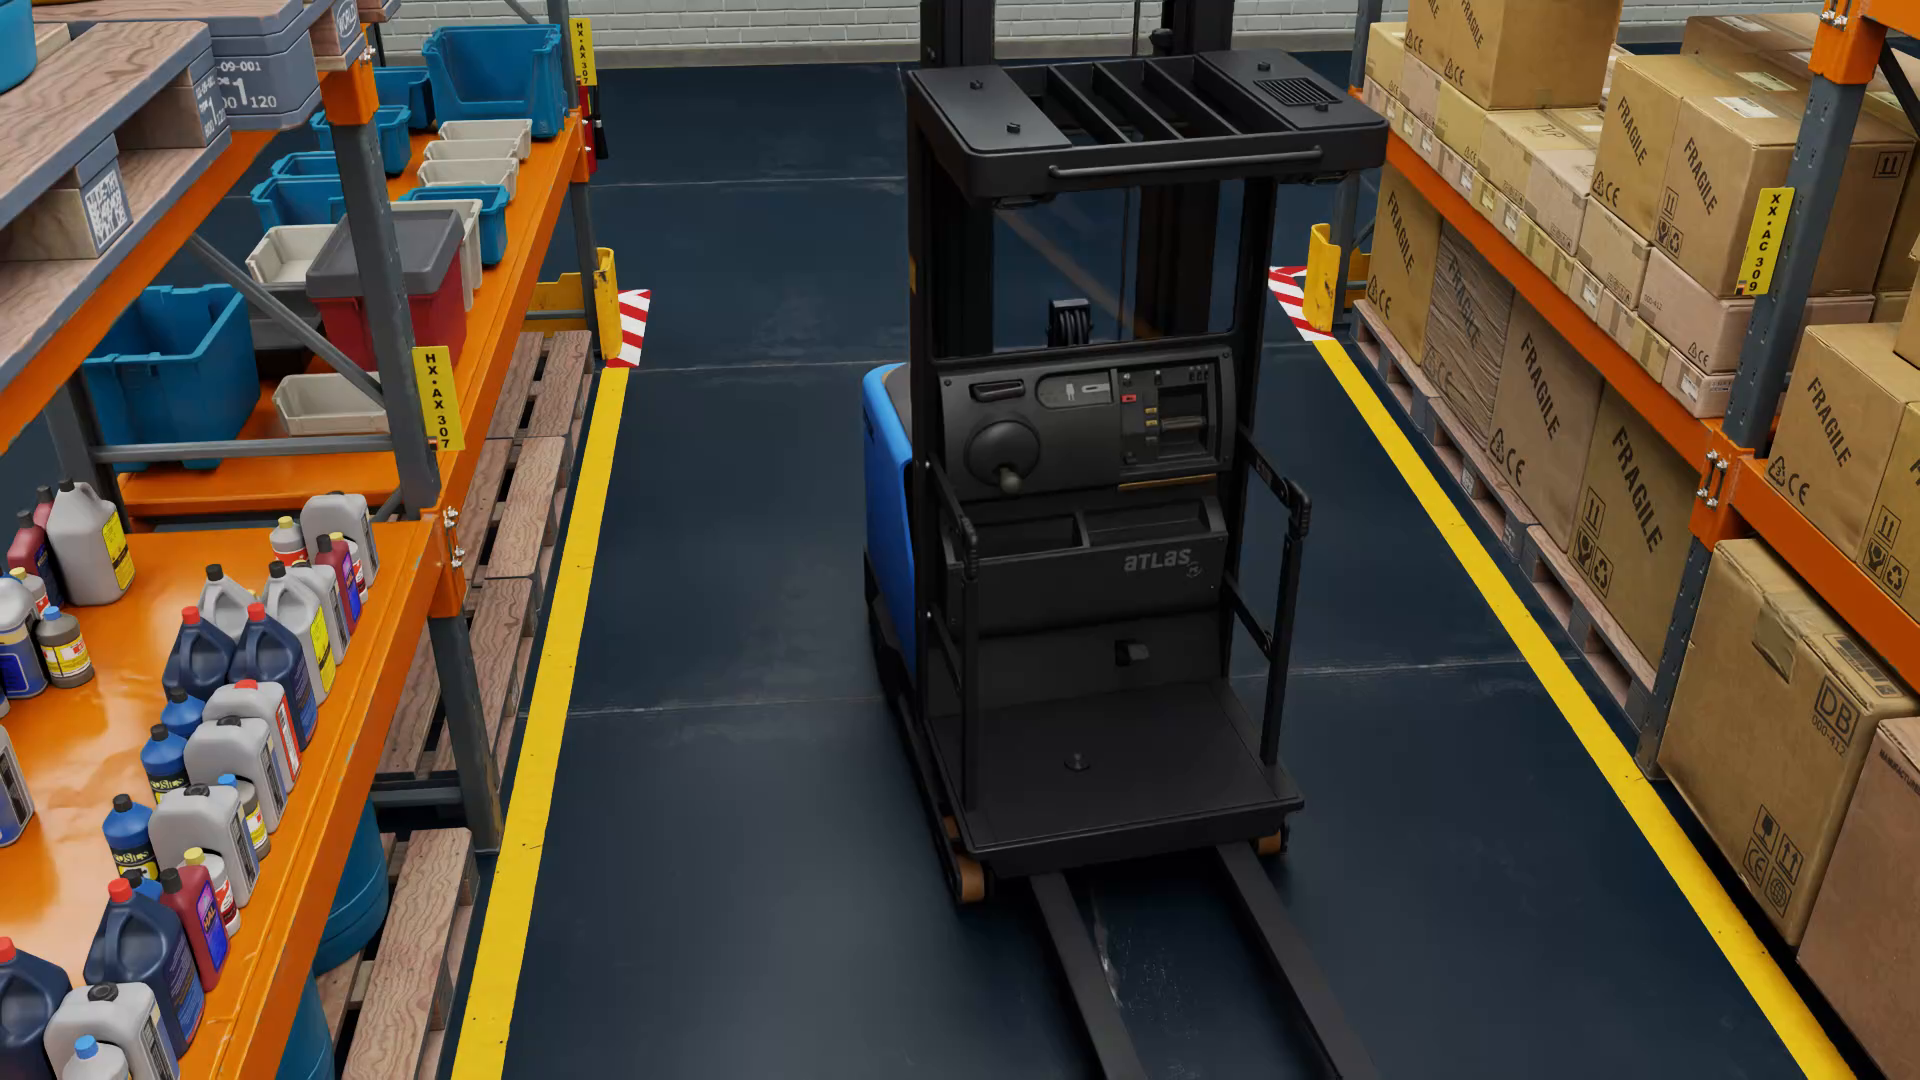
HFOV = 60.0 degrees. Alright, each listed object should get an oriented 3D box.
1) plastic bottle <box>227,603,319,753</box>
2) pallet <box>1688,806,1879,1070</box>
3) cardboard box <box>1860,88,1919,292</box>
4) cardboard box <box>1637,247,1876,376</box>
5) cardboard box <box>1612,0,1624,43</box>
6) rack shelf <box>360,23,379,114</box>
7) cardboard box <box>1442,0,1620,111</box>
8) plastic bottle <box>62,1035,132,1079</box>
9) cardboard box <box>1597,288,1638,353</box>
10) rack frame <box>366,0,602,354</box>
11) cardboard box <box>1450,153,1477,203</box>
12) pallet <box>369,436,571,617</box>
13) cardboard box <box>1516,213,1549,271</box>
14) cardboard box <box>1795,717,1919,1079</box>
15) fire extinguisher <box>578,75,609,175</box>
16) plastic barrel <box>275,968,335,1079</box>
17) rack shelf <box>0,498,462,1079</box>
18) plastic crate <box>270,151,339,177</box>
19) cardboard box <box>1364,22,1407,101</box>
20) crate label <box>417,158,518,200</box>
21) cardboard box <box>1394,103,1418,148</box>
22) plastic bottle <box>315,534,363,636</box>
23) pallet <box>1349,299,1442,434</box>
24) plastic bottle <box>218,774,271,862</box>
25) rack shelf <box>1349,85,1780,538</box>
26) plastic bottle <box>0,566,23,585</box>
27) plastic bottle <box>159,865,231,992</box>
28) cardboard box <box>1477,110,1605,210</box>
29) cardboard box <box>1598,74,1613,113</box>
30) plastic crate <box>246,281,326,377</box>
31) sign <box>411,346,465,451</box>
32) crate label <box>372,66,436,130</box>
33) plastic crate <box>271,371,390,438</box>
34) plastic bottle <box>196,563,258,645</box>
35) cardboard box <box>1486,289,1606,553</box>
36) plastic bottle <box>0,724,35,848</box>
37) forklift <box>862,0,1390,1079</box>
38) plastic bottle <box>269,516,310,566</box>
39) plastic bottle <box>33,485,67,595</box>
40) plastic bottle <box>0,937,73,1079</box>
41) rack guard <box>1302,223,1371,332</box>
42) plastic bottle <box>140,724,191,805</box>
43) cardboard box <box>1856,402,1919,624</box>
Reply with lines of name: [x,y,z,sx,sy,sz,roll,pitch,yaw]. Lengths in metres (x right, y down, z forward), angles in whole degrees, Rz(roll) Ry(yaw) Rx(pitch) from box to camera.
plastic bottle: [-1.599,0.314,3.847,0.144,0.351,0.185,-3,31,-5]
pallet: [3.051,1.095,5.210,1.003,0.211,1.213,-3,31,-5]
cardboard box: [3.113,-1.134,5.349,0.500,0.500,0.500,-3,31,-5]
cardboard box: [2.601,-0.768,5.467,0.500,0.250,0.500,-3,31,-6]
cardboard box: [2.837,-2.683,7.942,0.500,0.500,0.500,-2,31,-4]
rack shelf: [-2.215,-2.255,5.876,1.077,0.370,4.000,-3,31,-5]
cardboard box: [2.407,-2.142,7.036,0.500,0.500,0.500,-4,31,-6]
plastic bottle: [-1.464,0.956,2.850,0.097,0.271,0.097,0,31,0]
cardboard box: [2.501,-0.787,5.887,0.380,0.149,0.250,-3,31,-5]
rack frame: [-2.402,-2.297,8.170,1.000,3.000,0.127,-3,31,-5]
cardboard box: [2.357,-1.573,7.203,0.380,0.149,0.250,-3,31,-5]
pallet: [-2.252,-0.056,7.137,1.003,0.211,1.213,-3,31,-5]
cardboard box: [2.428,-1.180,6.546,0.380,0.149,0.250,-3,31,-5]
cardboard box: [3.067,1.022,4.277,1.225,0.875,0.875,-4,31,-6]
fire extinguisher: [-1.963,-2.203,8.451,0.296,0.674,0.183,-3,31,-5]
plastic barrel: [-1.928,1.106,4.110,0.600,0.901,0.708,-3,31,-5]
rack shelf: [-1.841,1.075,3.226,1.077,0.370,4.000,-3,31,-5]
plastic crate: [-2.583,-1.437,6.835,0.416,0.233,0.300,-3,31,-5]
cardboard box: [2.306,-2.340,8.098,0.500,0.250,0.500,-4,31,-6]
crate label: [-2.082,-1.512,7.055,0.396,0.136,0.243,-3,31,-5]
cardboard box: [2.284,-1.968,7.864,0.380,0.149,0.250,-3,31,-6]
plastic bottle: [-1.602,0.097,4.276,0.061,0.283,0.133,-3,31,-5]
pallet: [2.682,-0.933,8.606,1.003,0.211,1.213,-3,31,-5]
plastic bottle: [-1.537,0.587,3.536,0.097,0.201,0.097,0,31,0]
rack shelf: [2.717,-1.204,7.043,1.077,0.370,4.000,-3,31,-5]
plastic bottle: [-2.368,0.184,4.142,0.097,0.271,0.097,0,31,0]
plastic bottle: [-1.487,0.728,3.220,0.061,0.283,0.133,-3,31,-5]
cardboard box: [2.458,-1.552,6.779,0.500,0.250,0.500,-3,31,-6]
cardboard box: [2.934,-1.844,7.268,0.500,0.250,0.500,-4,31,-6]
plastic crate: [-2.400,-0.721,5.742,0.437,0.125,0.590,-3,31,-5]
sign: [-1.480,-0.399,4.723,0.100,0.325,0.005,-3,31,-5]
crate label: [-2.706,-2.109,7.961,0.416,0.233,0.303,-3,31,-5]
plastic crate: [-1.929,-0.412,5.213,0.396,0.136,0.243,-3,31,-5]
plastic bottle: [-1.760,0.227,3.993,0.144,0.351,0.185,-3,31,-5]
cardboard box: [2.837,-0.561,6.926,0.875,0.875,0.875,-3,31,-5]
plastic bottle: [-2.126,0.518,3.578,0.152,0.276,0.135,-3,31,-5]
forklift: [0.448,-0.313,4.916,1.130,2.935,3.031,-7,32,-11]
plastic bottle: [-1.792,0.032,4.466,0.097,0.201,0.097,0,31,0]
plastic bottle: [-2.418,0.003,4.434,0.061,0.283,0.133,-3,31,-5]
plastic bottle: [-1.652,0.858,2.936,0.144,0.351,0.185,-3,31,-5]
rack guard: [2.527,-1.473,9.229,1.175,0.500,0.348,-3,31,-5]
plastic bottle: [-1.698,0.514,3.589,0.097,0.271,0.097,0,31,0]
cardboard box: [2.745,-0.032,4.280,0.500,0.500,0.500,-3,31,-5]
